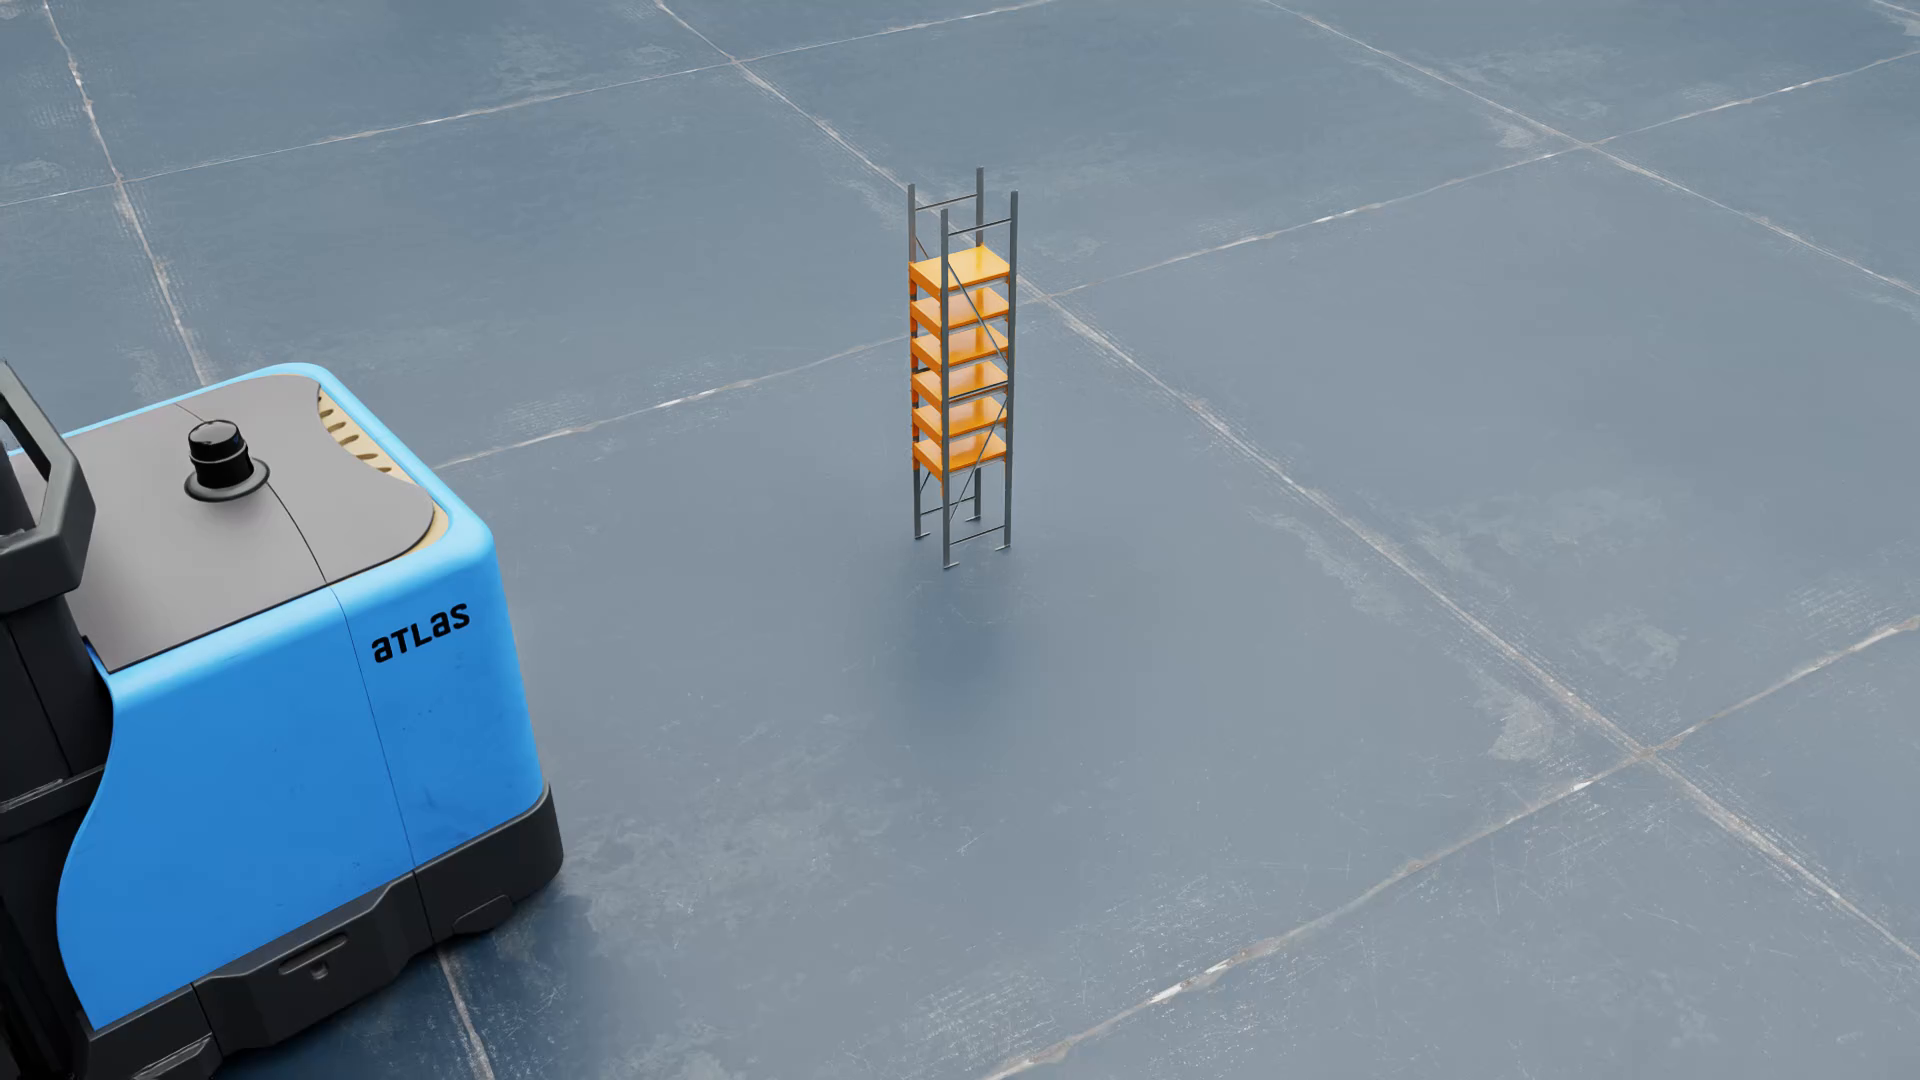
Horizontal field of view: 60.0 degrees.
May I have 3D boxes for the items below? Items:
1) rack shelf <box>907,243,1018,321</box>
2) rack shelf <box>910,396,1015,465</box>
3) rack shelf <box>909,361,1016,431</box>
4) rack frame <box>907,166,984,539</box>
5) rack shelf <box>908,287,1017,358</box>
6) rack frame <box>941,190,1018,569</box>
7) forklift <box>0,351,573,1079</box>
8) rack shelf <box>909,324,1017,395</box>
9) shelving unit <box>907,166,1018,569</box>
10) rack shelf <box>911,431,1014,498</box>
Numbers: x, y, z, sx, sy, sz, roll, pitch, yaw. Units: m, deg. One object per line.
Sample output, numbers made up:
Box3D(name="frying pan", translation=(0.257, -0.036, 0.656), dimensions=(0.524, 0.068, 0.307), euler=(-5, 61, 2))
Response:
Box3D(name="rack shelf", translation=(0.007, -0.732, 4.700), dimensions=(0.258, 0.103, 0.180), euler=(-19, 40, -24))
Box3D(name="rack shelf", translation=(0.007, -0.344, 4.983), dimensions=(0.258, 0.103, 0.180), euler=(-19, 40, -24))
Box3D(name="rack shelf", translation=(0.007, -0.441, 4.912), dimensions=(0.258, 0.103, 0.180), euler=(-19, 40, -24))
Box3D(name="rack frame", translation=(-0.039, -0.524, 4.950), dimensions=(0.240, 1.200, 0.006), euler=(-19, 40, -24))
Box3D(name="rack shelf", translation=(0.007, -0.635, 4.771), dimensions=(0.258, 0.103, 0.180), euler=(-19, 40, -24))
Box3D(name="rack frame", translation=(0.053, -0.430, 4.822), dimensions=(0.240, 1.200, 0.006), euler=(-19, 40, -24))
Box3D(name="forklift", translation=(-2.406, -0.010, 2.778), dimensions=(3.031, 2.935, 1.130), euler=(-26, 43, -31))
Box3D(name="rack shelf", translation=(0.007, -0.538, 4.841), dimensions=(0.258, 0.103, 0.180), euler=(-19, 40, -24))
Box3D(name="shelving unit", translation=(0.007, -0.477, 4.886), dimensions=(0.258, 1.200, 0.189), euler=(-19, 40, -24))
Box3D(name="rack shelf", translation=(0.007, -0.247, 5.054), dimensions=(0.258, 0.103, 0.180), euler=(-19, 40, -24))
